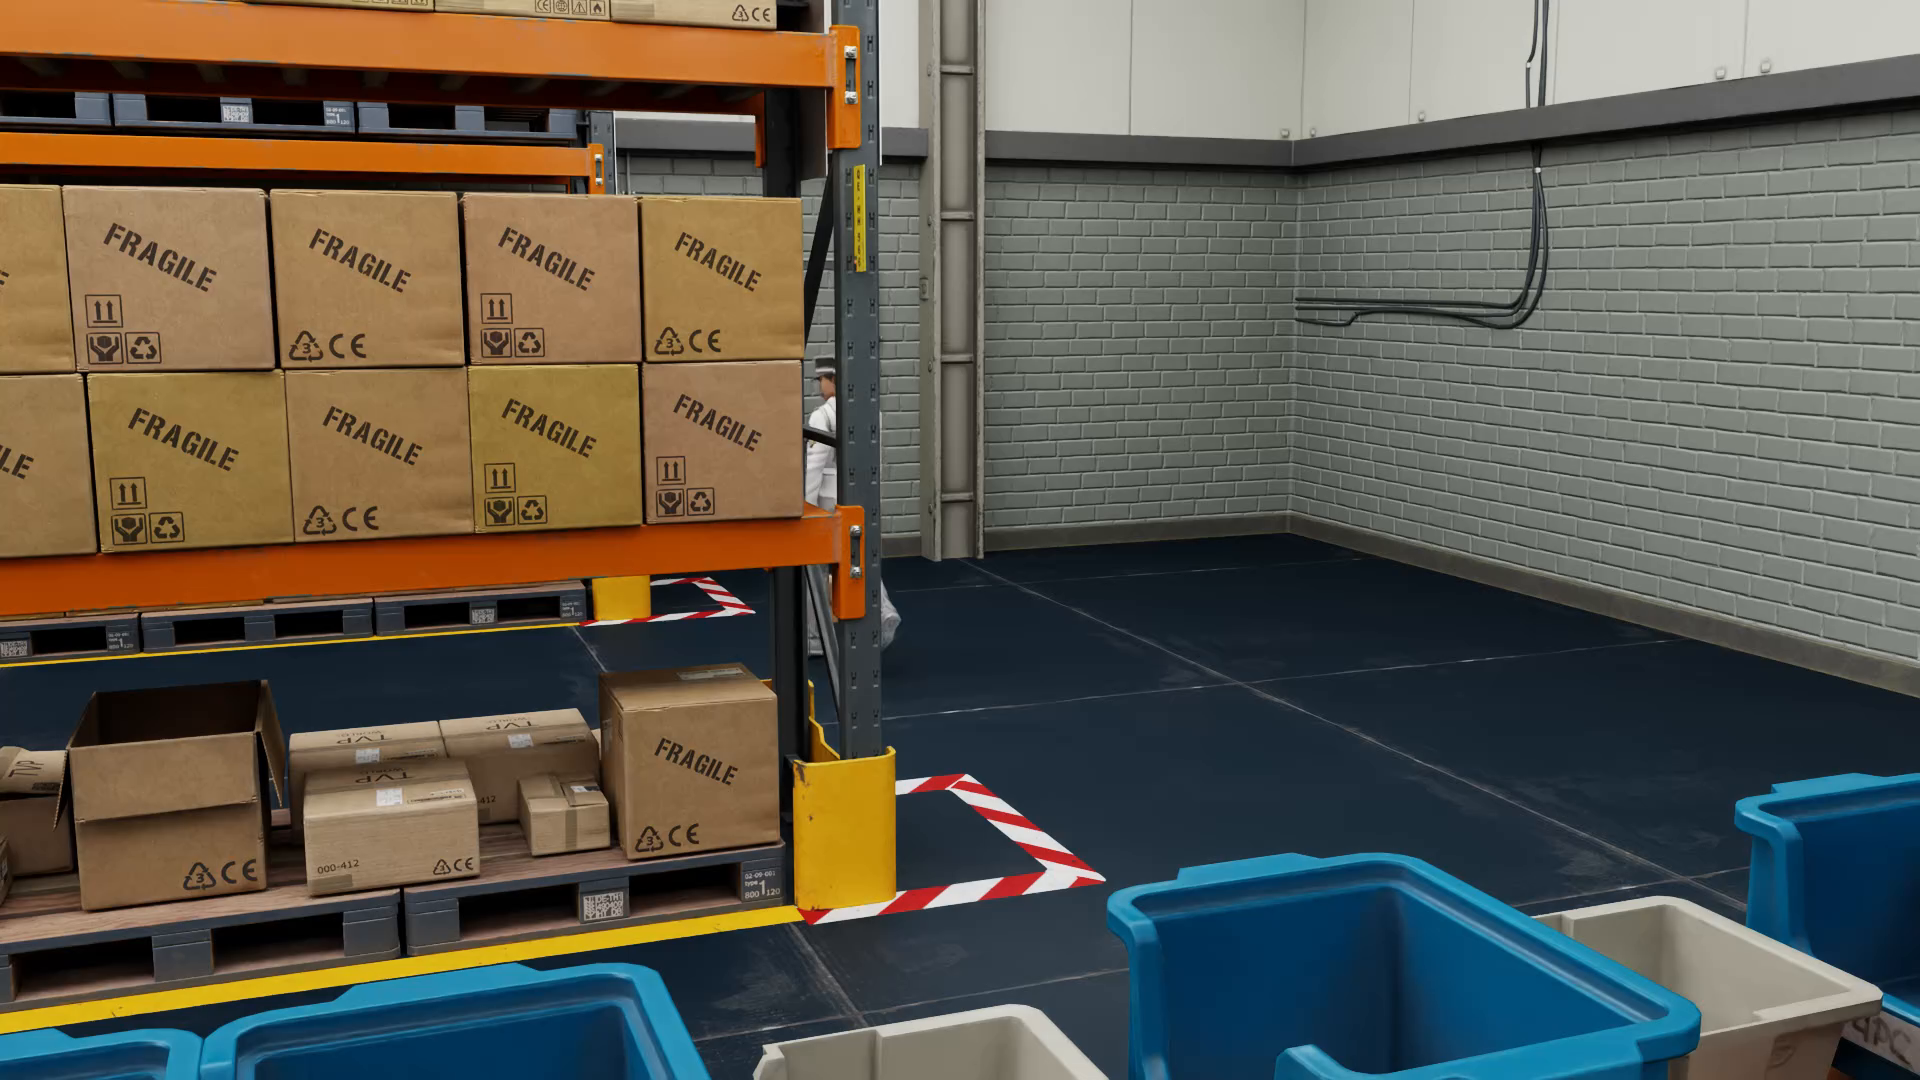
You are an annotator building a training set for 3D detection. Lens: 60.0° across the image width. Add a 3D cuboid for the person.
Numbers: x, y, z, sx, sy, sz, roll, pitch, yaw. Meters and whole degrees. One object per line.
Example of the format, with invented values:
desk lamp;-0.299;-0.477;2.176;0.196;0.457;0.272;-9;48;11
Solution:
person;-0.618;-0.176;8.918;0.499;1.652;0.730;-6;11;-34
